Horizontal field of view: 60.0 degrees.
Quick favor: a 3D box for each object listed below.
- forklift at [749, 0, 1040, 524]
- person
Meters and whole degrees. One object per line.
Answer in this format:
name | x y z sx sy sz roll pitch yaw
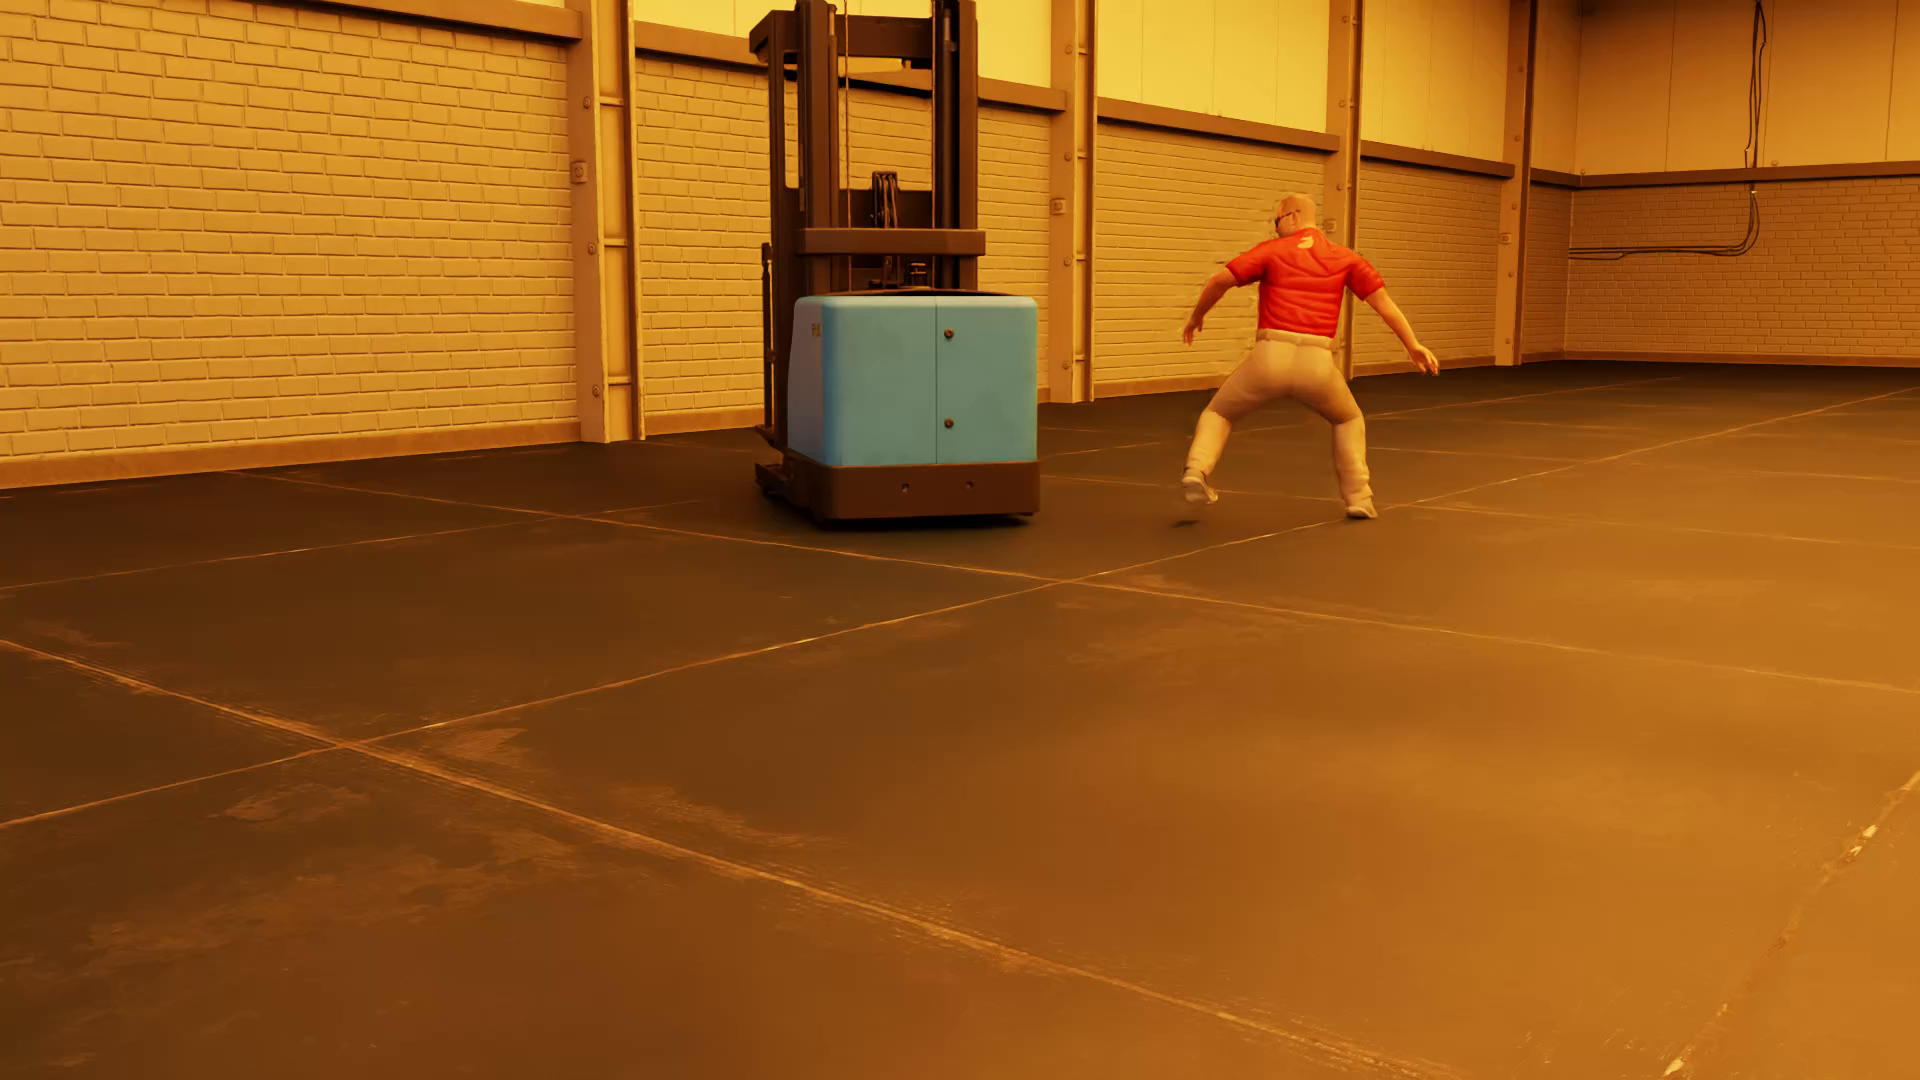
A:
forklift | -0.509 -1.700 8.901 1.130 2.935 3.031 -2 9 -15
person | 1.666 -0.841 8.025 1.189 1.643 0.508 1 8 4
